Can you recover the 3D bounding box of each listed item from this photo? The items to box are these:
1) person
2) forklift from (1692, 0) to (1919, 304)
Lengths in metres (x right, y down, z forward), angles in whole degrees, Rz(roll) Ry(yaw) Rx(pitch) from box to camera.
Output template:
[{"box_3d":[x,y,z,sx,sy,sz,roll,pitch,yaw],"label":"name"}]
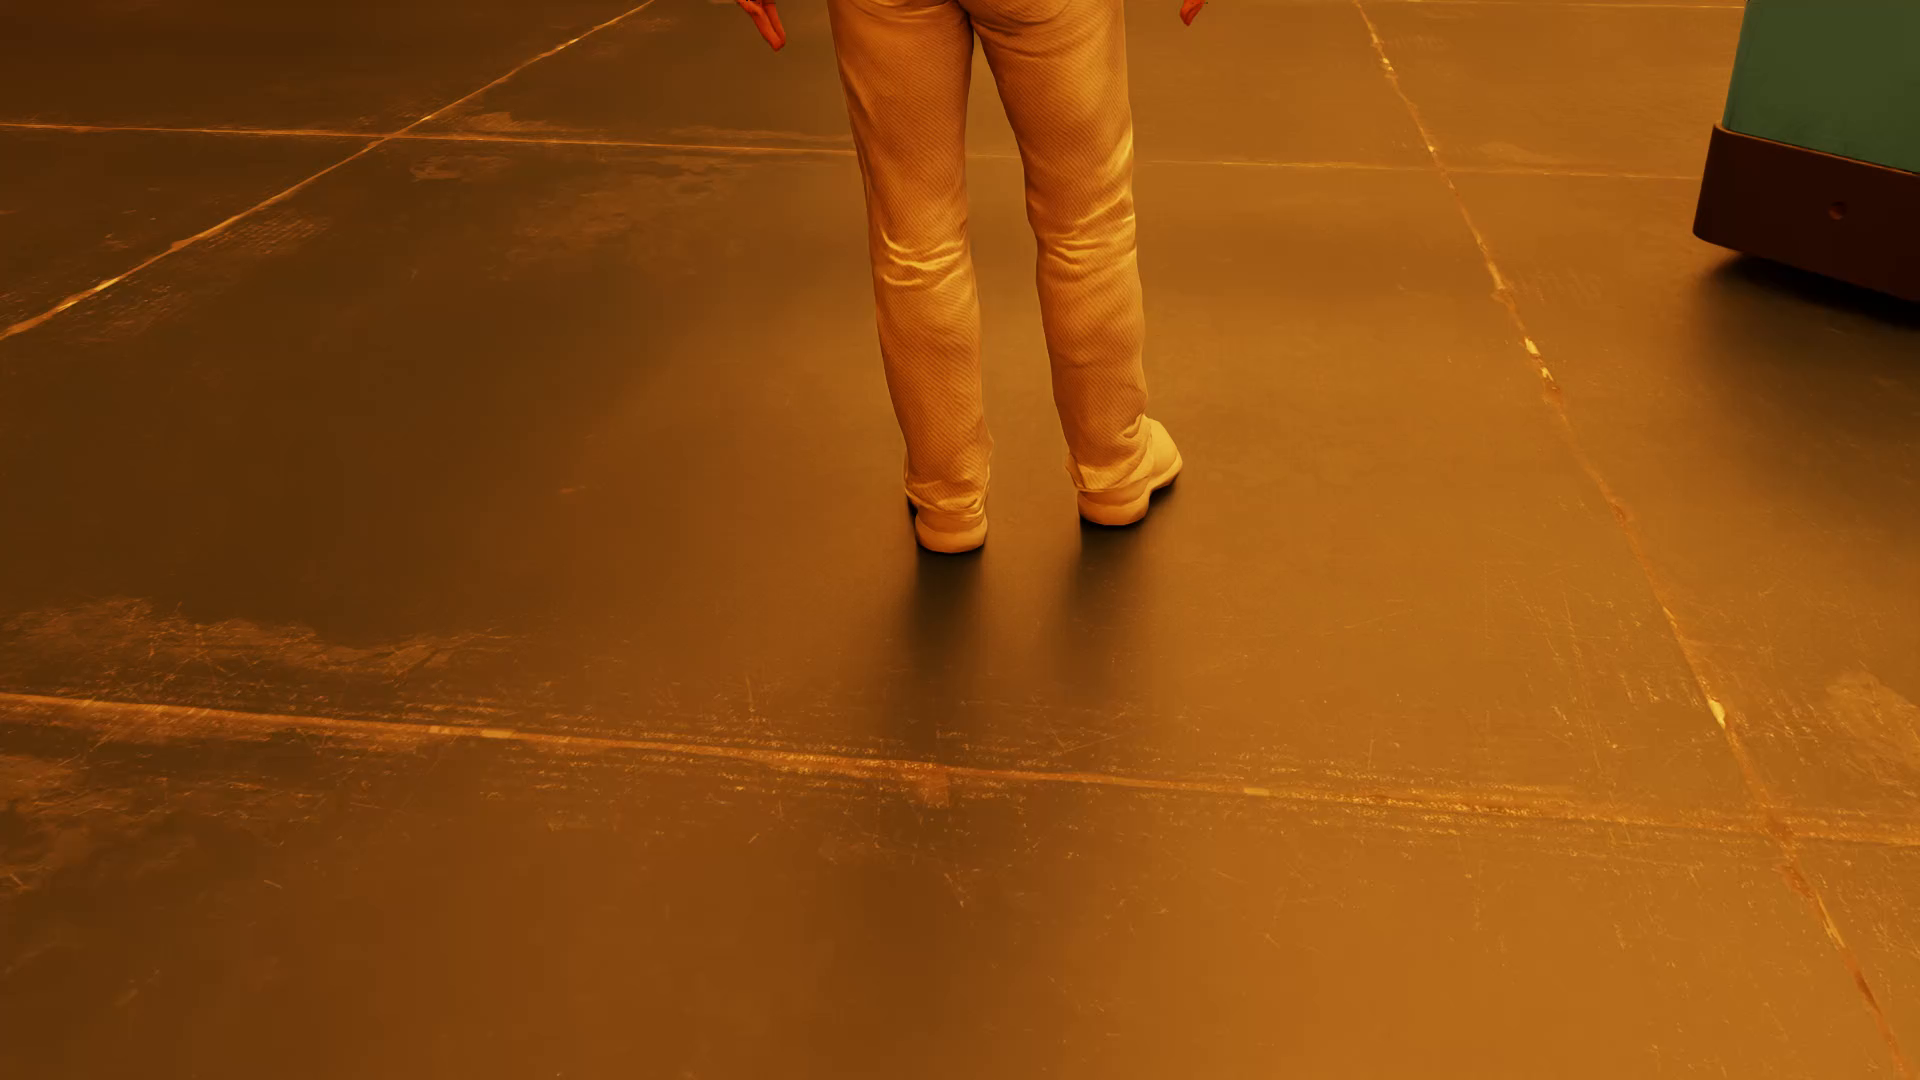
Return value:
[{"box_3d":[0.014,-0.824,2.166,0.666,1.761,0.575,3,27,7],"label":"person"},{"box_3d":[3.165,-2.073,3.372,3.031,2.935,1.130,-15,30,-27],"label":"forklift"}]
